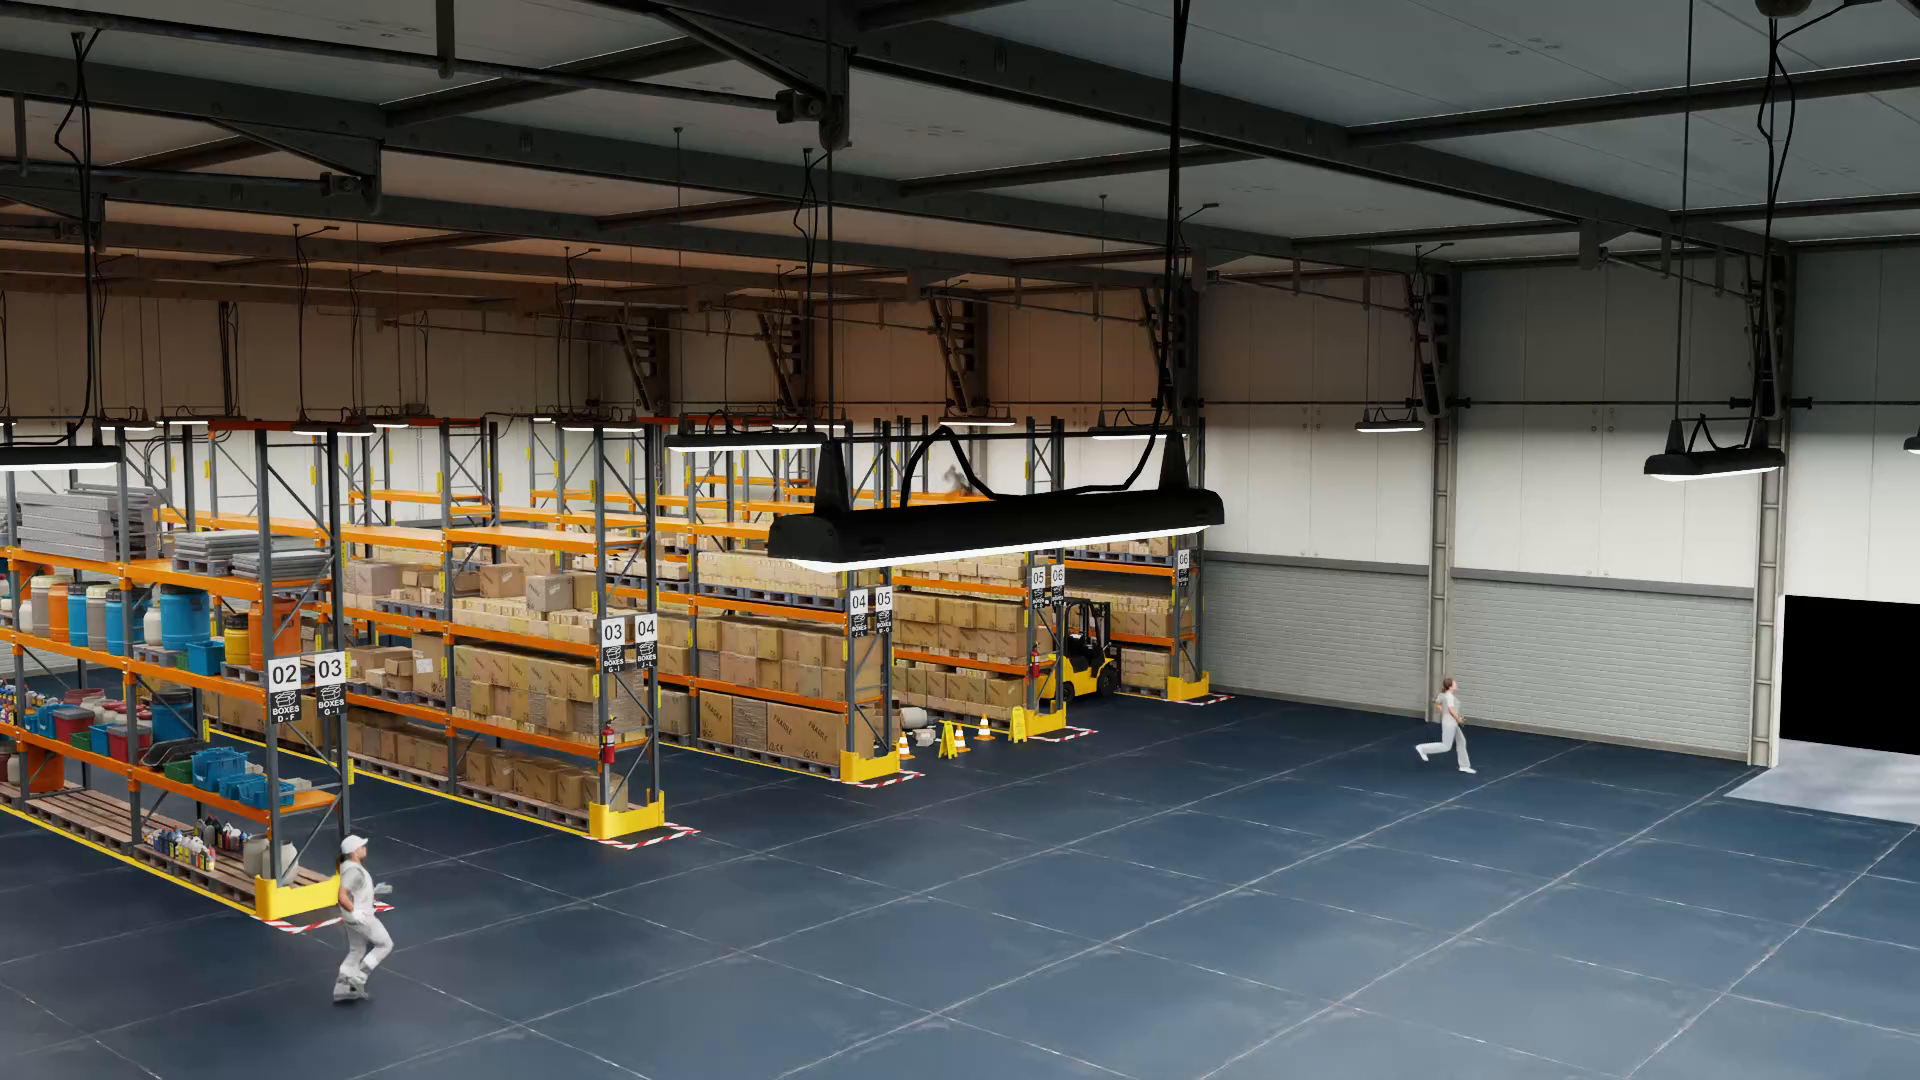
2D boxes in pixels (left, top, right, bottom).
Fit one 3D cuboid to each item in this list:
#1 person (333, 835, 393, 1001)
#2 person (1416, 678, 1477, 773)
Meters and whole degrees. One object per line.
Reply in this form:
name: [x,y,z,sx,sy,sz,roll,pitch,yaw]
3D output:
person: [-6.303,3.972,17.567,0.648,1.744,0.641,-3,6,-33]
person: [8.319,3.174,28.399,1.032,1.656,0.544,1,5,8]
